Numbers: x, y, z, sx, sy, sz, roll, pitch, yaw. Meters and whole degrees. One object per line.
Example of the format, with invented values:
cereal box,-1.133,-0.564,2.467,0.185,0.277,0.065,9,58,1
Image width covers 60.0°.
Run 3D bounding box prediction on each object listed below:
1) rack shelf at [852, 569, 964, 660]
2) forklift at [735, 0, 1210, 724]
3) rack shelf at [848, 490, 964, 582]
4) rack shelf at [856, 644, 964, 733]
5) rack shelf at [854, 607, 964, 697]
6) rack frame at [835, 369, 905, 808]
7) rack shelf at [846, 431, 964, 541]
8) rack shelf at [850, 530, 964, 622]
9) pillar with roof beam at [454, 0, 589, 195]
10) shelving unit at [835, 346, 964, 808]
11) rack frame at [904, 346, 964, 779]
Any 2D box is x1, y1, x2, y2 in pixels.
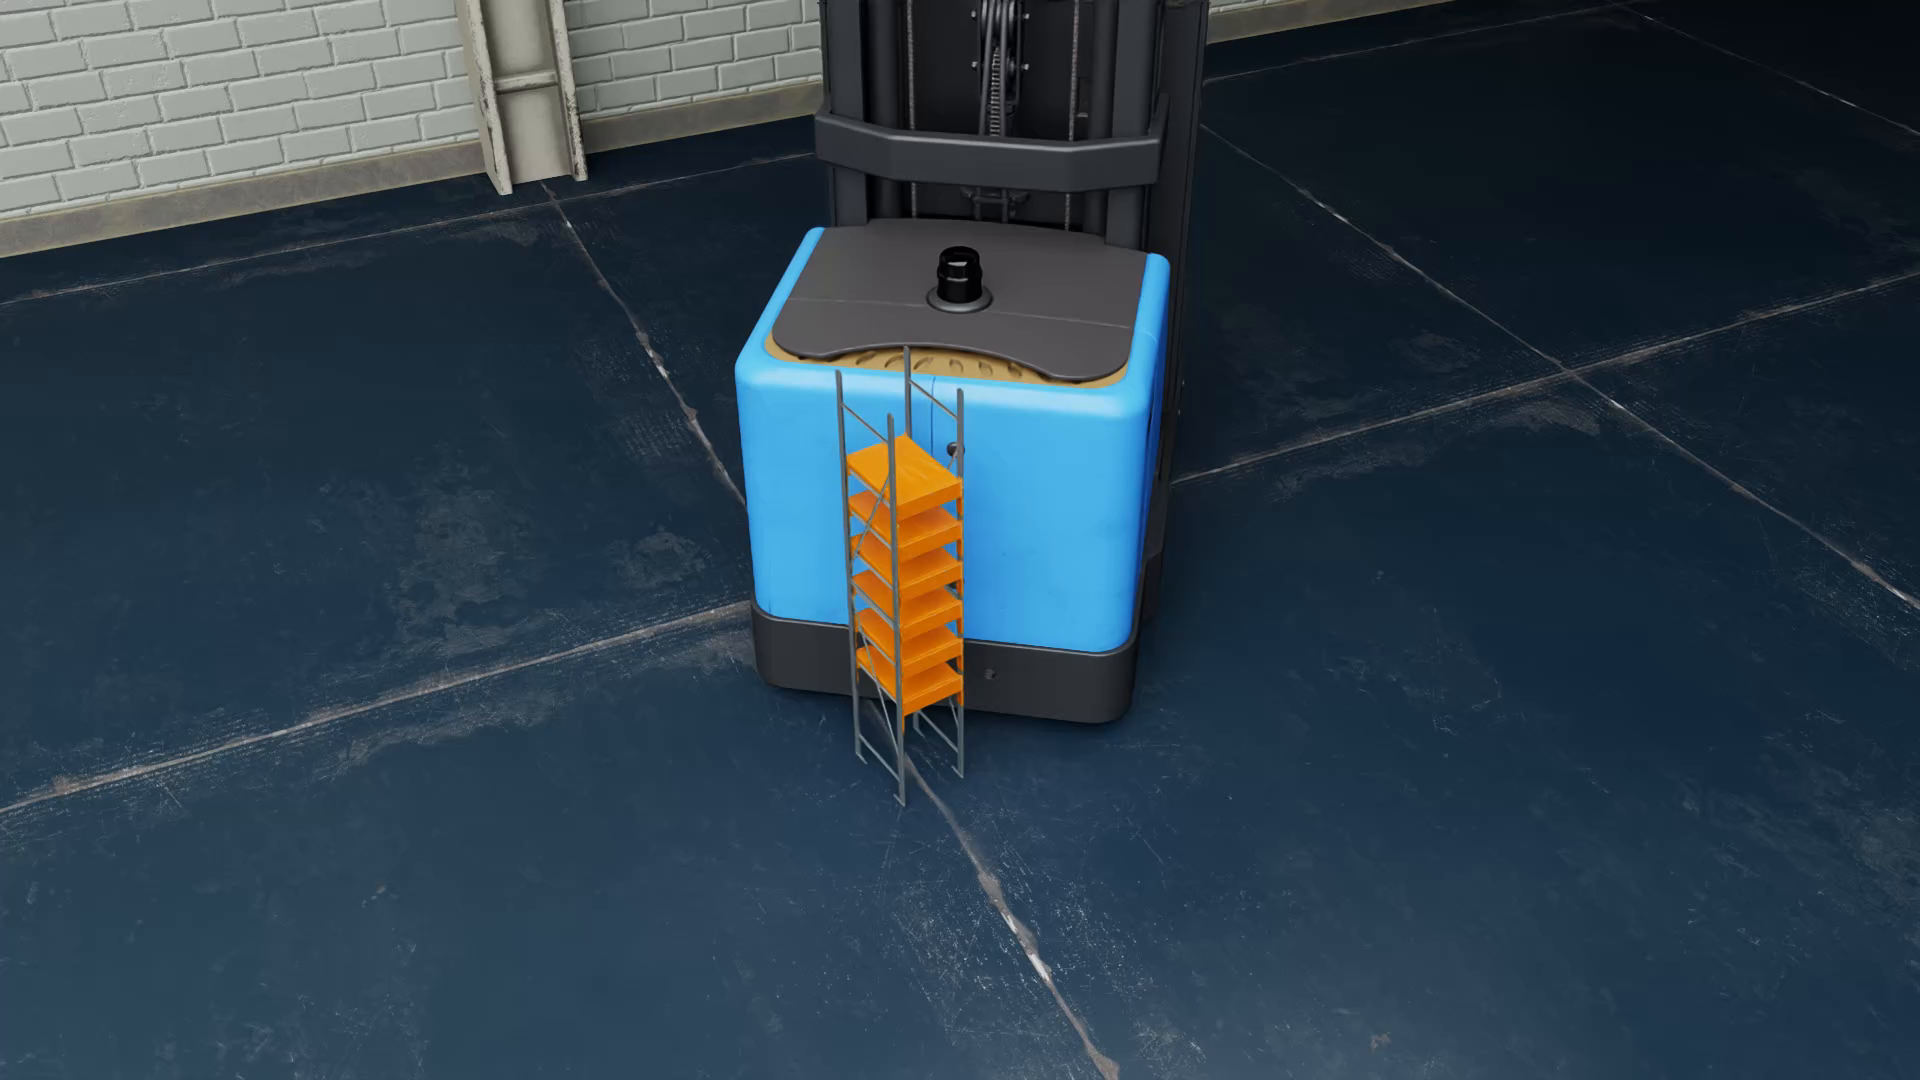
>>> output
rack shelf,-0.136,0.158,4.103,0.180,0.103,0.258,-22,42,-27
forklift,0.190,-1.558,4.891,1.130,2.935,3.031,6,37,8
rack shelf,-0.136,-0.034,3.959,0.180,0.103,0.258,-22,42,-27
rack shelf,-0.136,0.351,4.246,0.180,0.103,0.258,-22,42,-27
rack shelf,-0.136,0.255,4.175,0.180,0.103,0.258,-22,42,-27
rack frame,-0.212,0.154,4.035,0.006,1.200,0.240,-22,42,-27
rack shelf,-0.136,-0.130,3.887,0.180,0.103,0.258,-22,42,-27
rack shelf,-0.136,0.062,4.031,0.180,0.103,0.258,-22,42,-27
pillar with roof beam,-0.071,-2.936,1.654,0.400,9.000,9.100,-16,39,-20
shelving unit,-0.136,0.123,4.076,0.189,1.200,0.258,-22,42,-27
rack frame,-0.060,0.092,4.117,0.006,1.200,0.240,-22,42,-27
